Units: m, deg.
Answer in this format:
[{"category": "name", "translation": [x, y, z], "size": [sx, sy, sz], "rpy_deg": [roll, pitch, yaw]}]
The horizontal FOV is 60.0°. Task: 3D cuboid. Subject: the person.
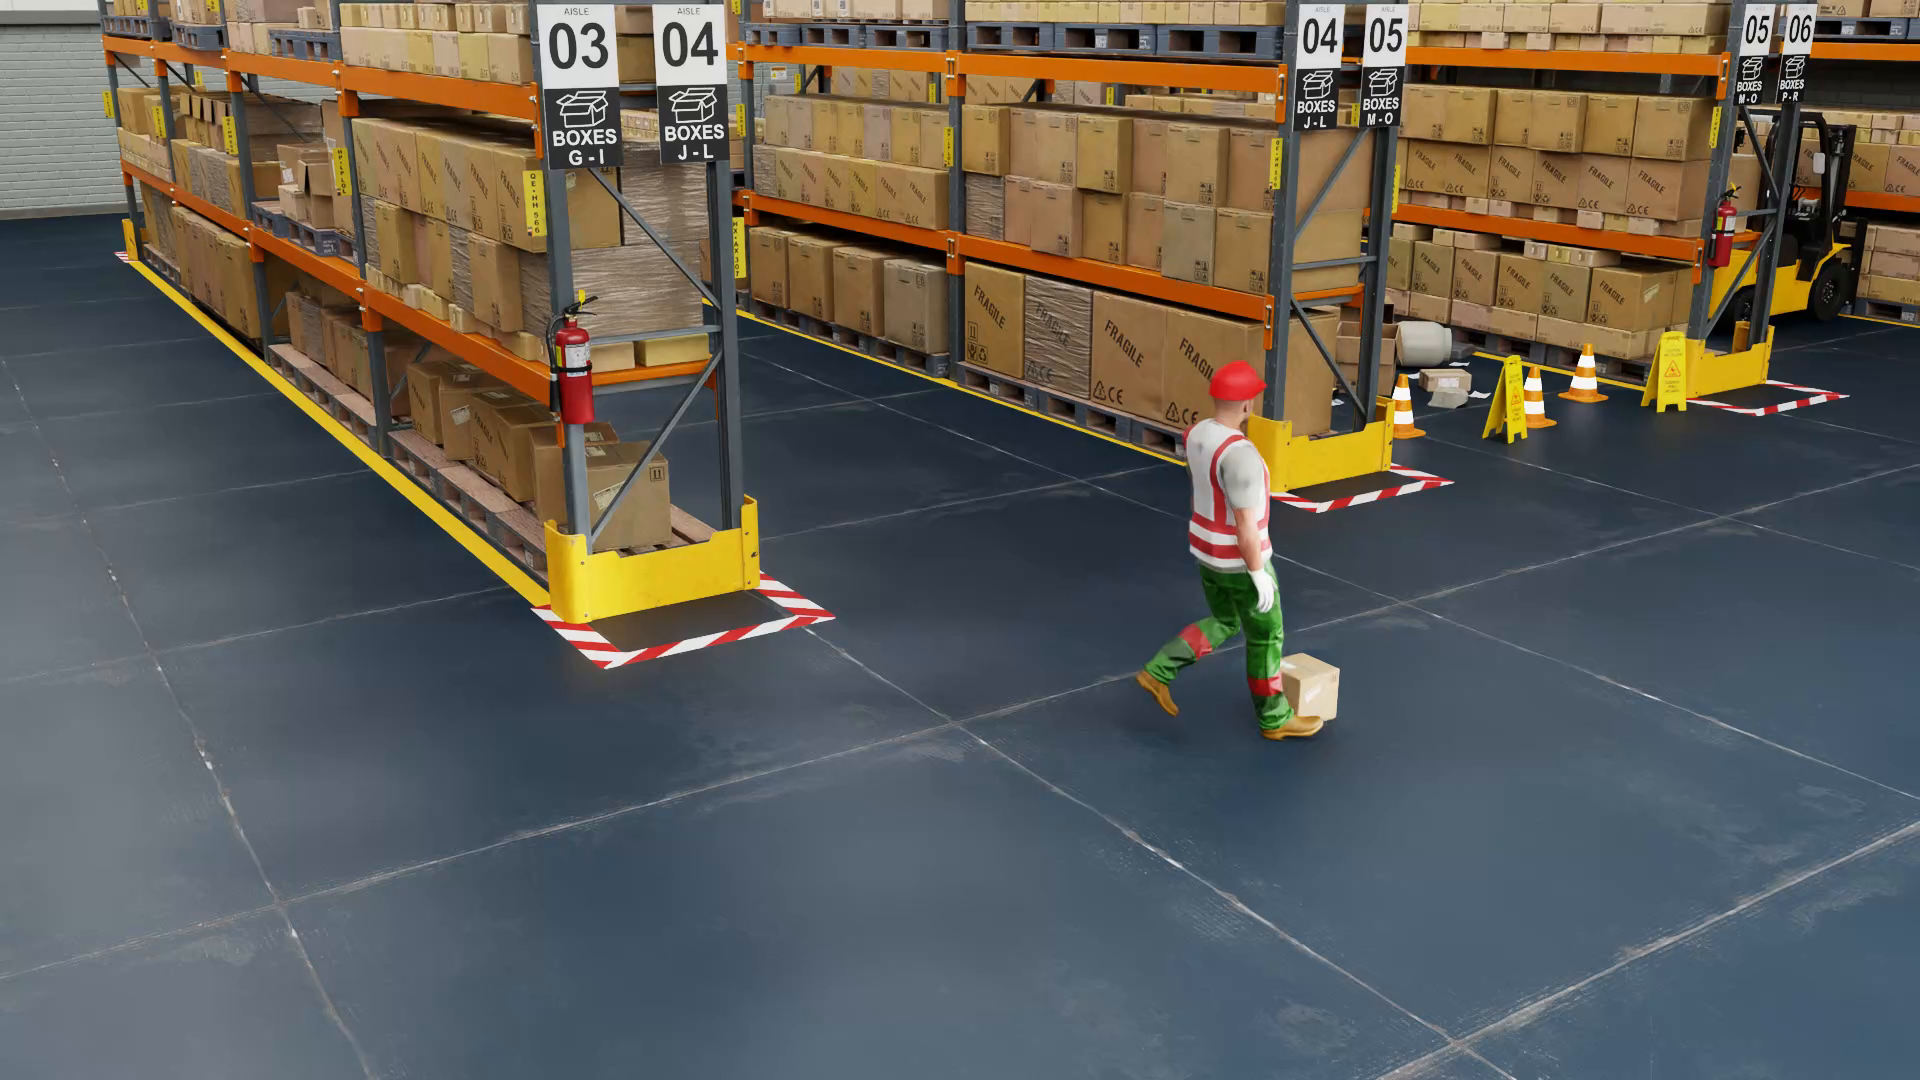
[{"category": "person", "translation": [1.243, 0.064, 7.359], "size": [0.822, 1.768, 0.584], "rpy_deg": [-6, 19, -19]}]
